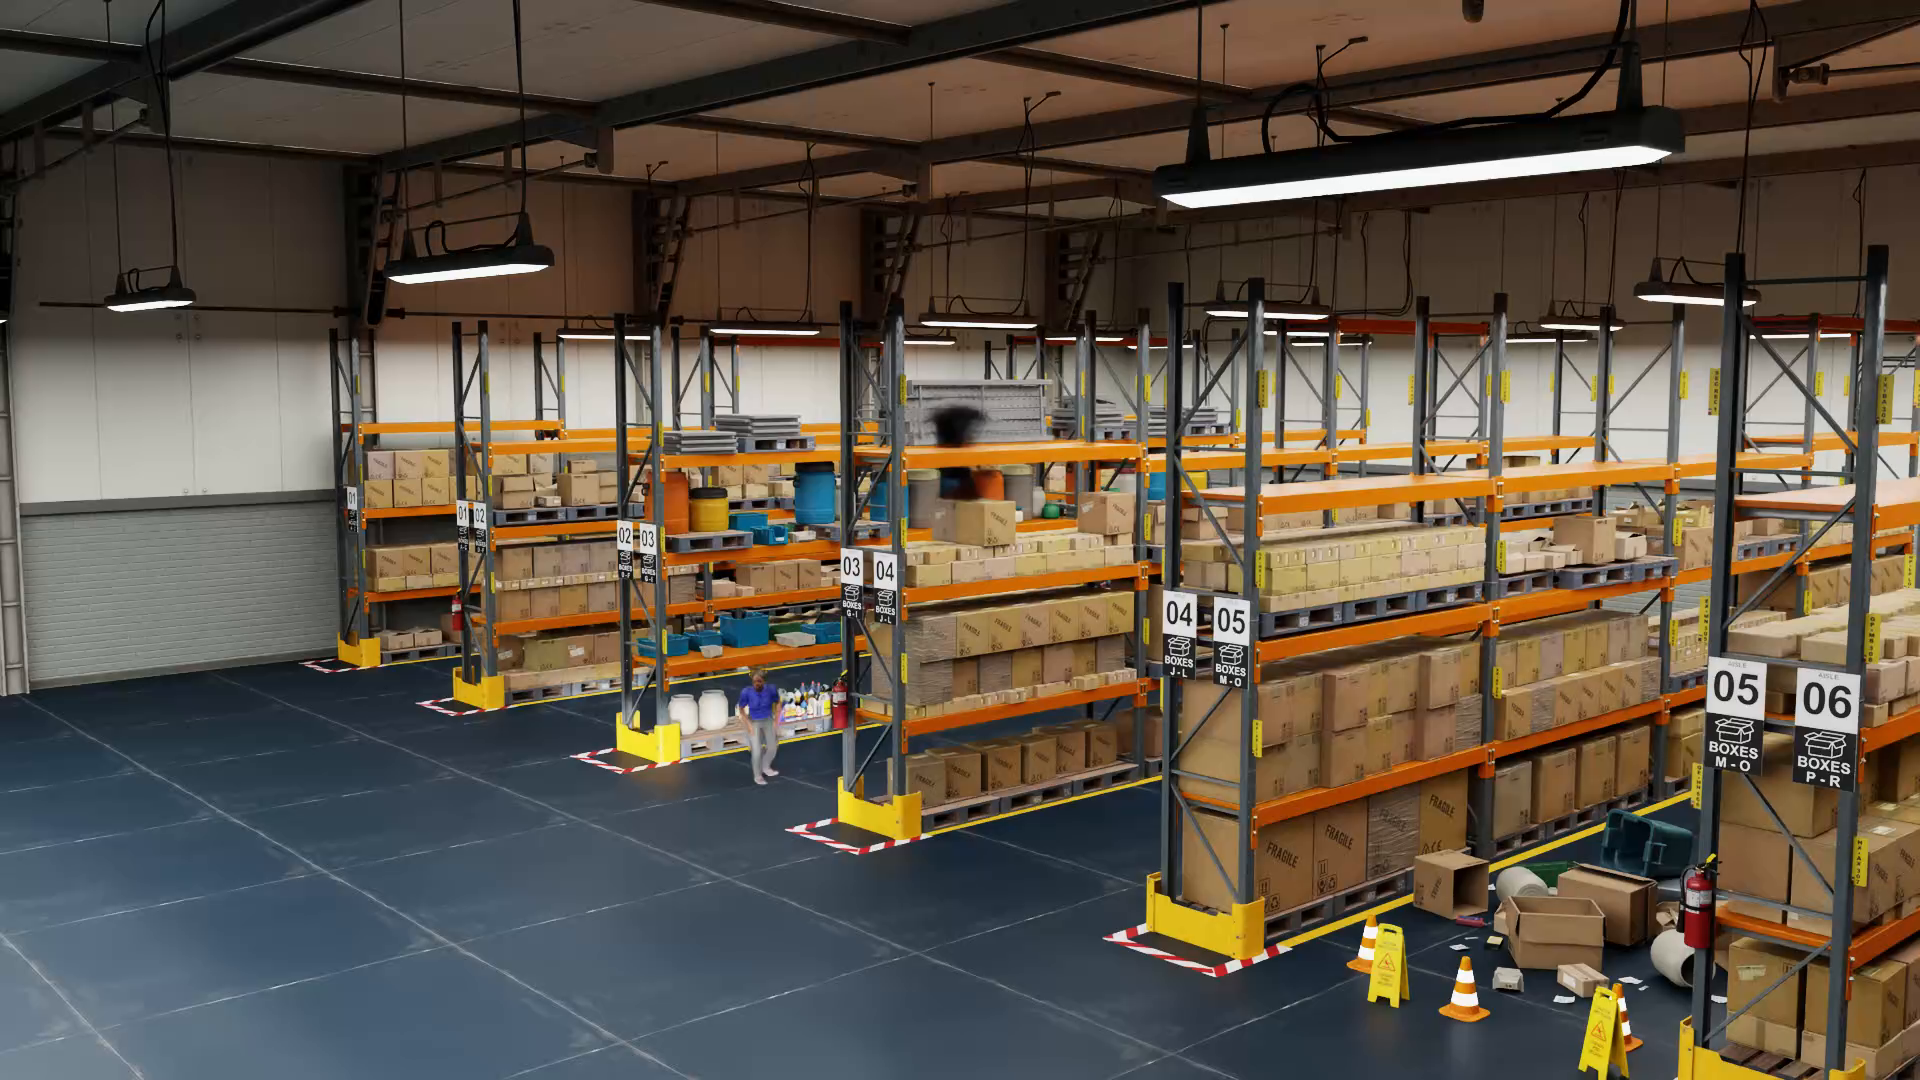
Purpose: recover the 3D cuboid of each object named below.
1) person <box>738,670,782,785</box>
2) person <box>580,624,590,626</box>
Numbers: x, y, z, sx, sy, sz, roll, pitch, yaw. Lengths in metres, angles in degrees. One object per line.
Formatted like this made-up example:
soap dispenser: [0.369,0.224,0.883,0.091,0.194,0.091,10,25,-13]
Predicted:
person: [-2.524,2.340,21.062,0.602,1.520,0.768,-3,6,-25]
person: [-6.719,1.342,30.214,0.568,1.741,0.858,5,8,42]
